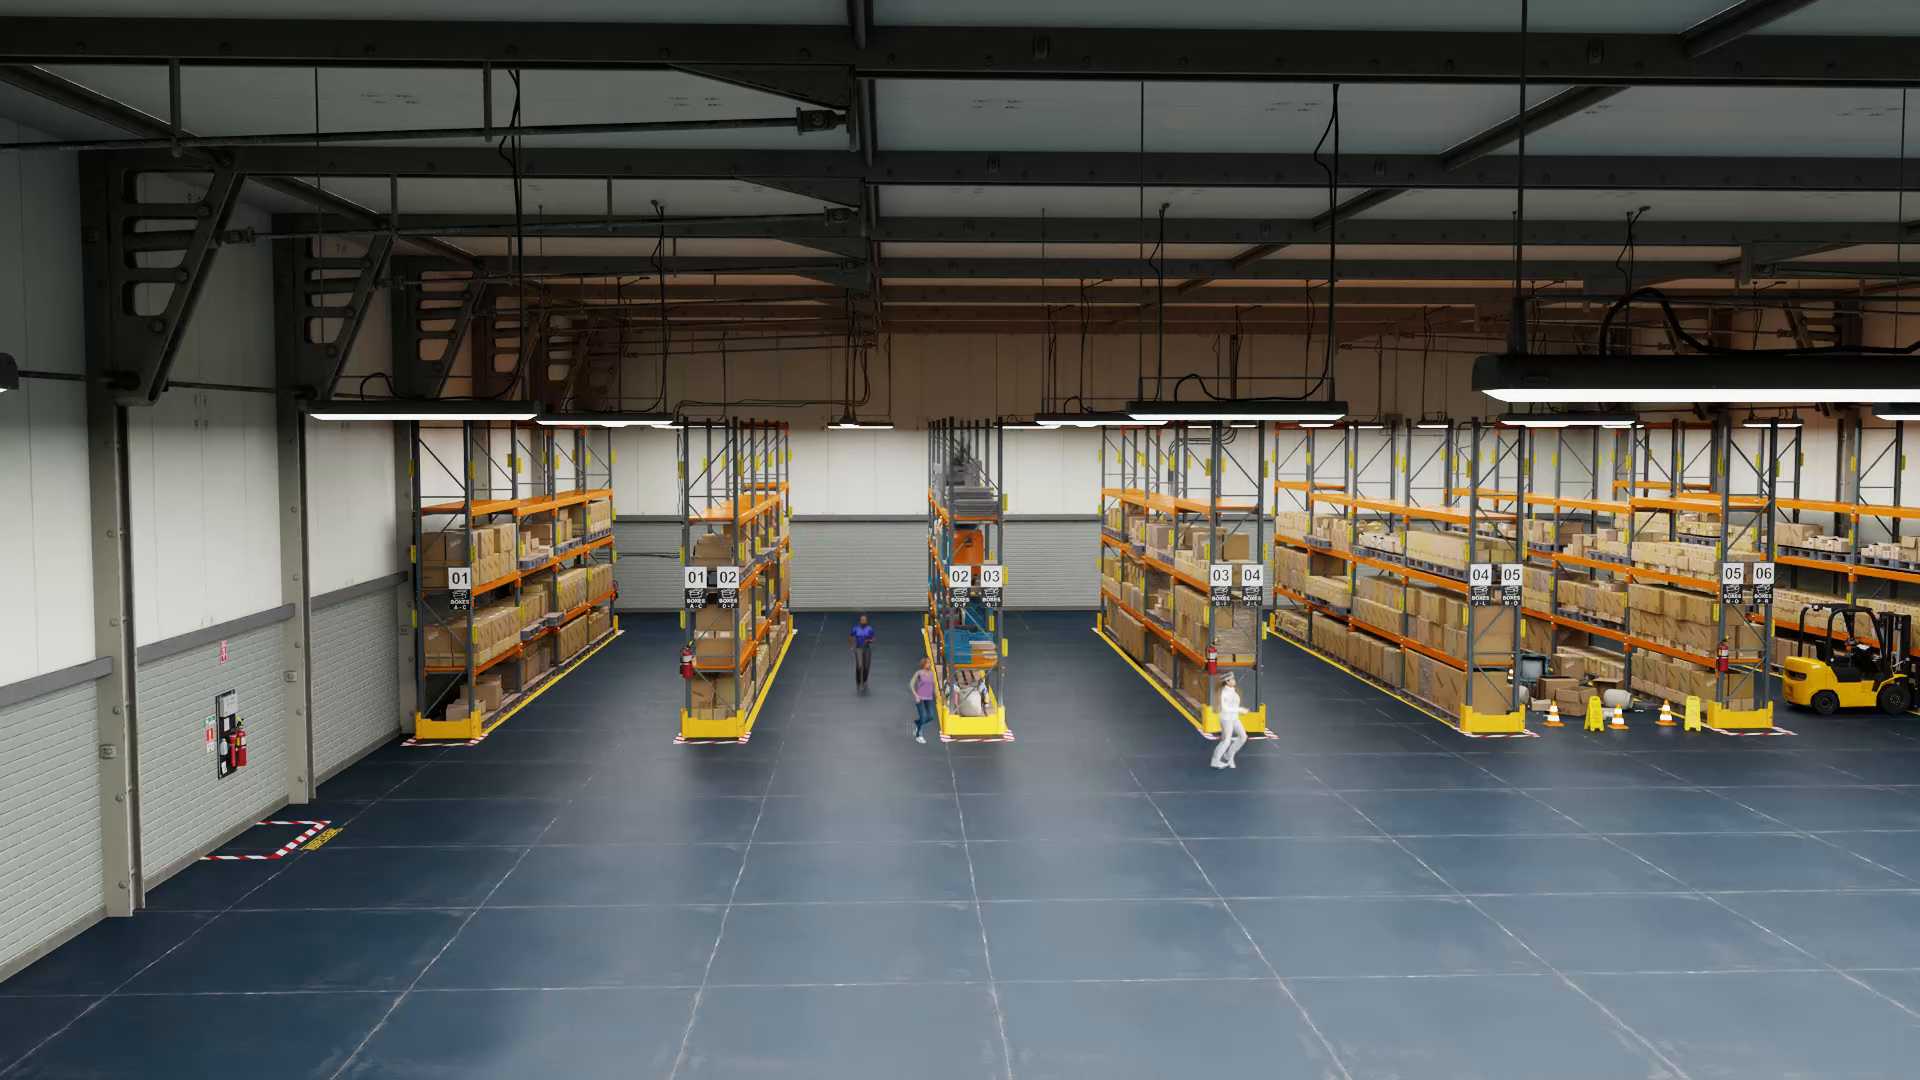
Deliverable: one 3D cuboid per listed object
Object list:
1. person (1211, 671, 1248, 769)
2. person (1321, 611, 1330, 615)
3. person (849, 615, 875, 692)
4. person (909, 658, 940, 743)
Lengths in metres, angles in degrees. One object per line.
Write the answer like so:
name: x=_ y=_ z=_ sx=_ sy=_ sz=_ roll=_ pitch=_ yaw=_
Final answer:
person: x=4.576 y=3.050 z=28.120 sx=0.665 sy=1.693 sz=0.588 roll=2 pitch=4 yaw=27
person: x=10.635 y=1.737 z=48.490 sx=0.622 sy=1.661 sz=0.602 roll=-3 pitch=5 yaw=-37
person: x=-2.148 y=2.505 z=36.763 sx=0.544 sy=1.697 sz=0.712 roll=-1 pitch=4 yaw=-11
person: x=-0.640 y=2.955 z=30.711 sx=0.602 sy=1.538 sz=0.440 roll=-2 pitch=4 yaw=-32
